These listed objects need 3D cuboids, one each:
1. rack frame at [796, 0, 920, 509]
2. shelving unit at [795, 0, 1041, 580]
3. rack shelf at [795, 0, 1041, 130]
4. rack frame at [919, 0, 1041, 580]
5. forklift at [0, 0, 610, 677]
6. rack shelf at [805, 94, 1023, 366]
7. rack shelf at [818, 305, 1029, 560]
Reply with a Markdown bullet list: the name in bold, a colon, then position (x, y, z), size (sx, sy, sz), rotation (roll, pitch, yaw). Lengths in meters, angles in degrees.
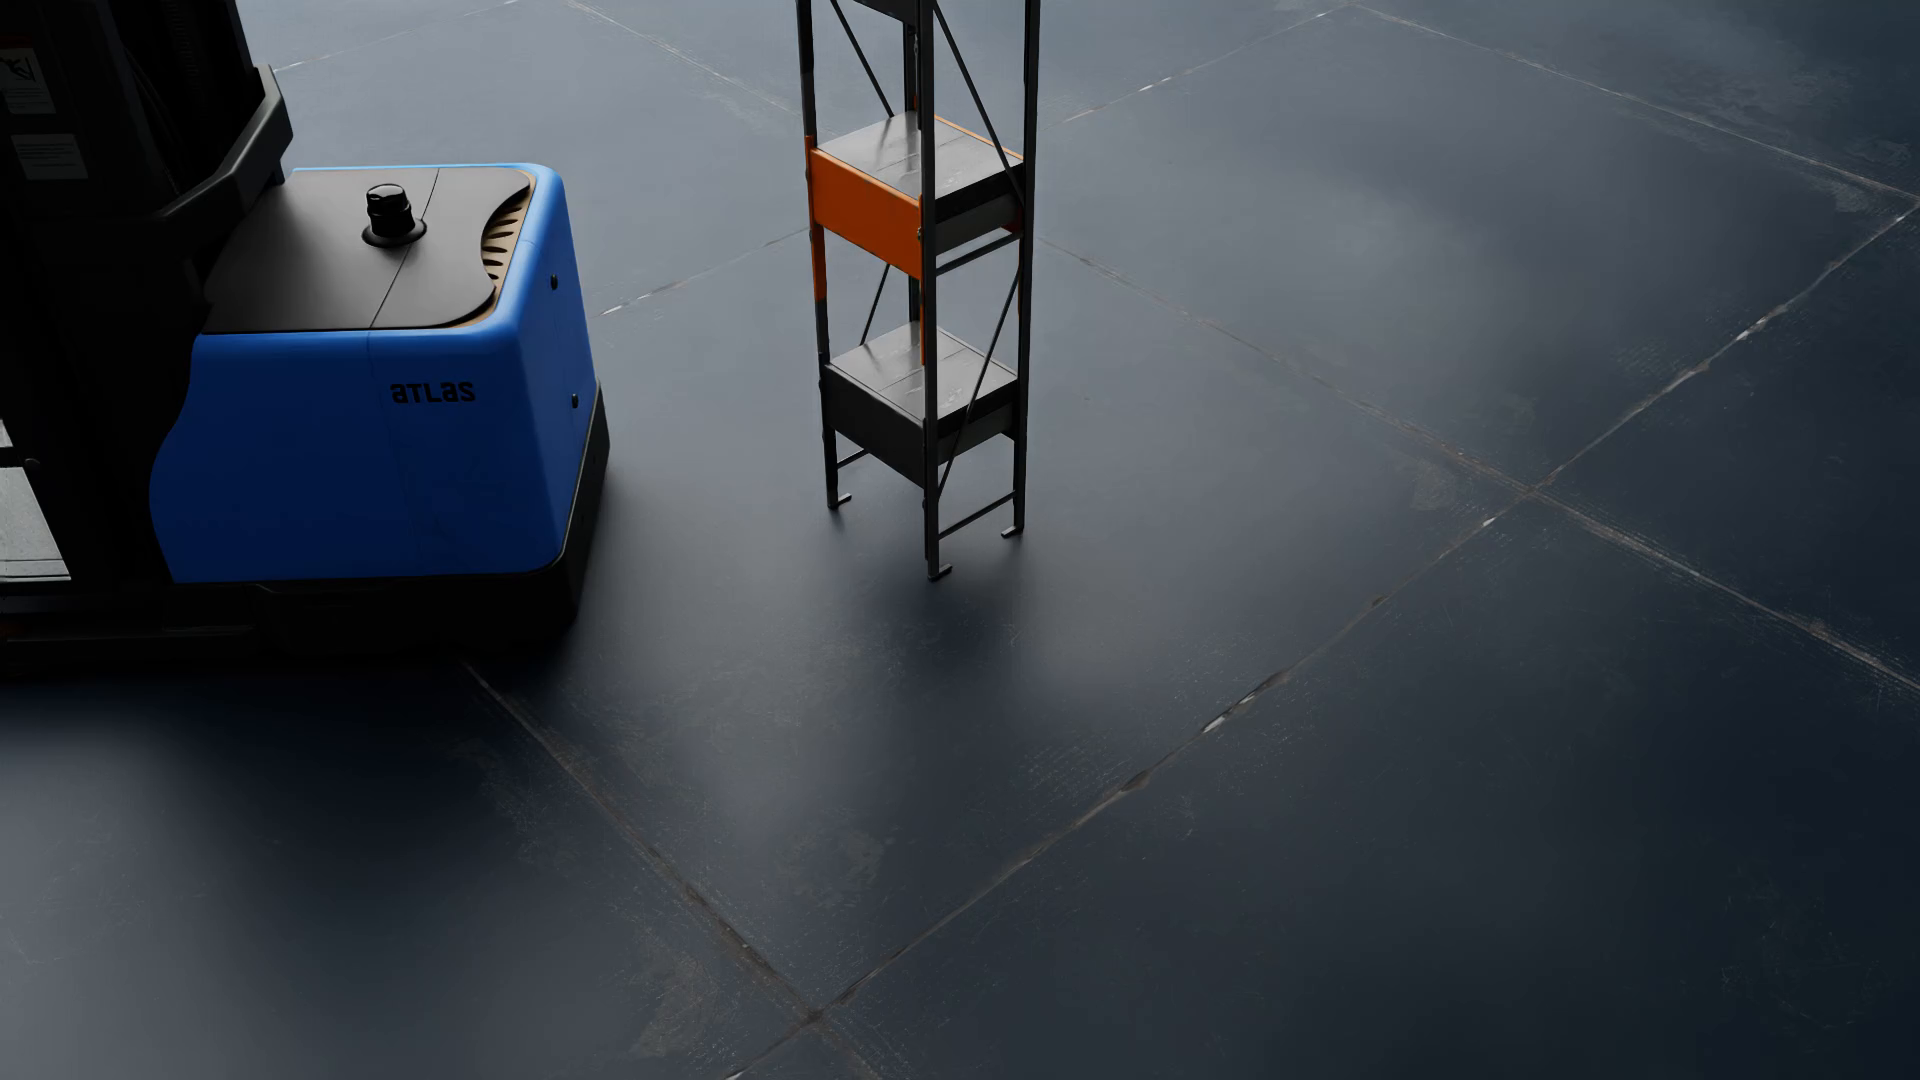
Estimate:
- **rack frame**: position (-0.277, -1.006, 4.825), size (0.400, 2.100, 0.015), rotation (-30, 48, -32)
- **shelving unit**: position (-0.112, -0.893, 4.685), size (0.431, 2.100, 0.503), rotation (-30, 48, -32)
- **rack shelf**: position (-0.112, -1.427, 4.254), size (0.431, 0.518, 0.480), rotation (-30, 48, -32)
- **rack frame**: position (0.053, -0.781, 4.545), size (0.400, 2.100, 0.015), rotation (-30, 48, -32)
- **forklift**: position (-2.654, -1.085, 4.260), size (3.031, 2.935, 1.130), rotation (-2, 39, -2)
- **rack shelf**: position (-0.112, -0.883, 4.694), size (0.431, 0.518, 0.480), rotation (-30, 48, -32)
- **rack shelf**: position (-0.112, -0.338, 5.134), size (0.431, 0.518, 0.480), rotation (-30, 48, -32)
